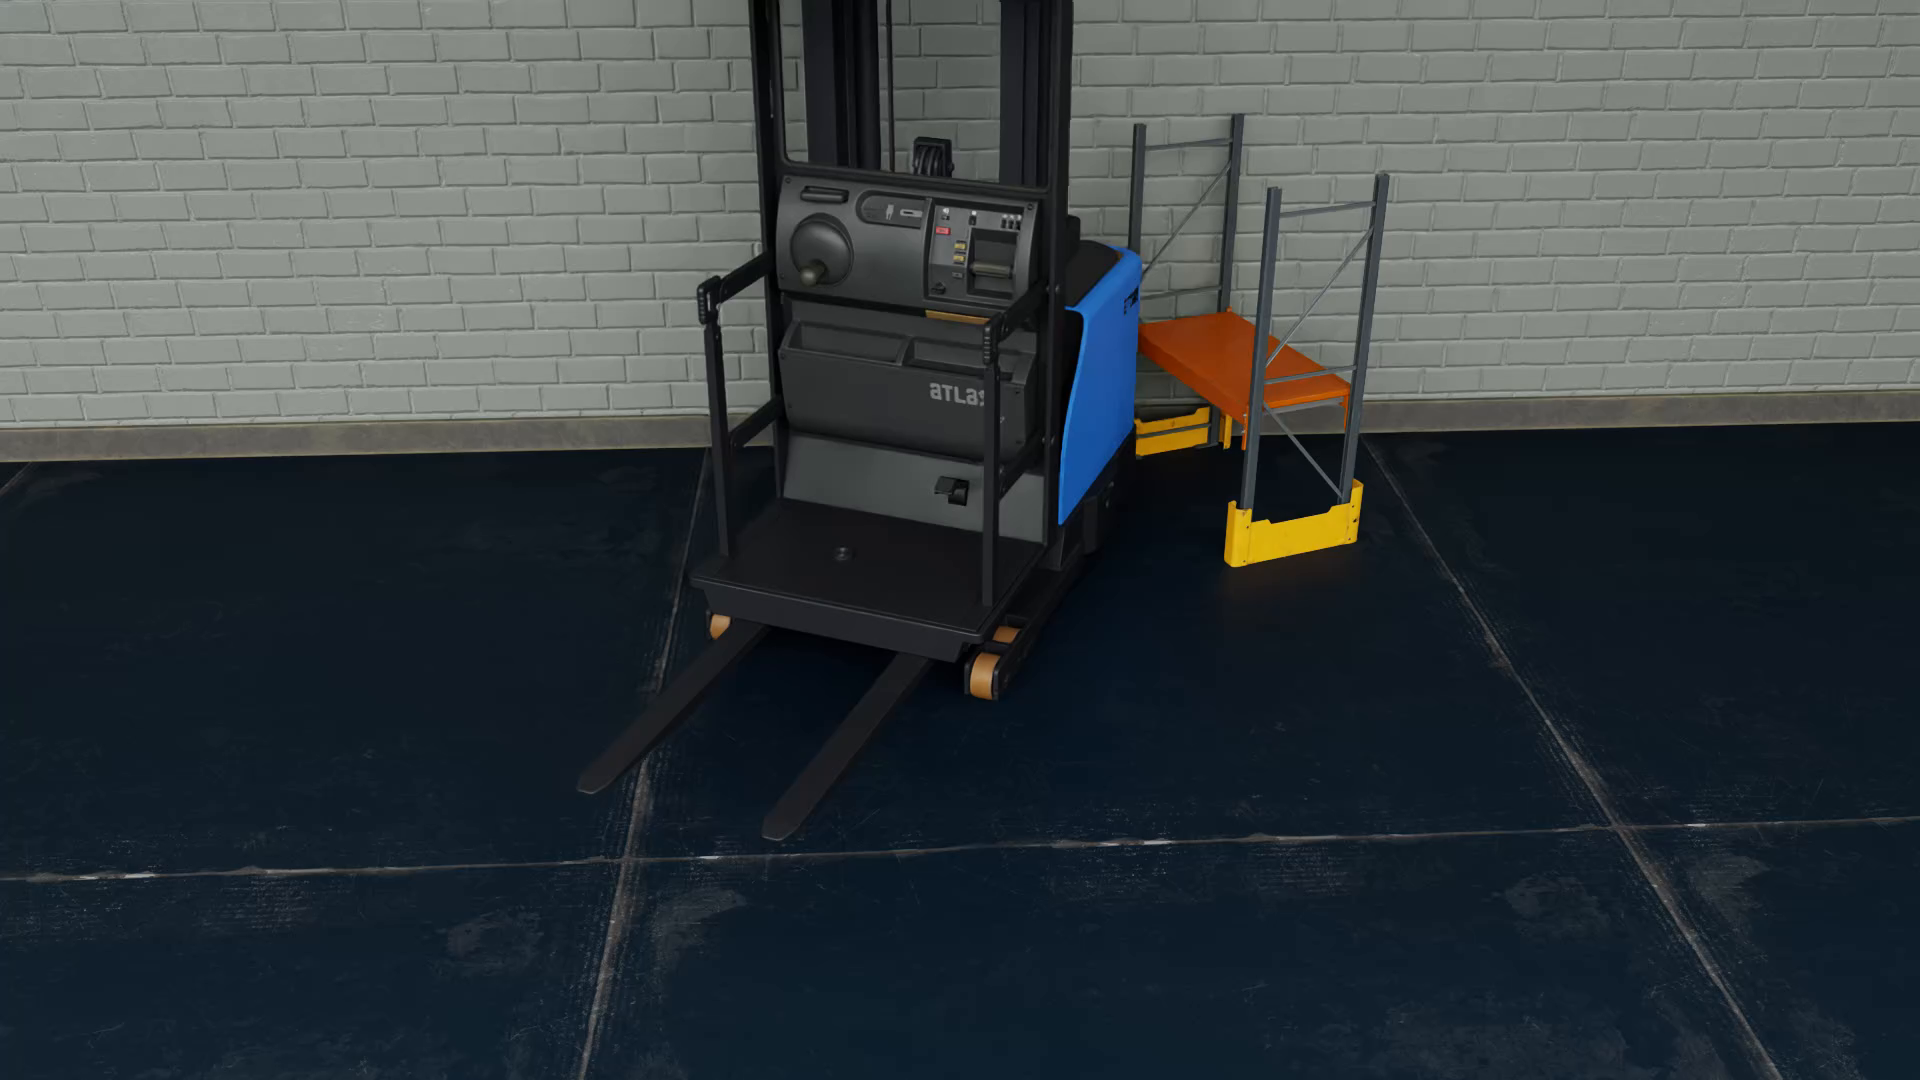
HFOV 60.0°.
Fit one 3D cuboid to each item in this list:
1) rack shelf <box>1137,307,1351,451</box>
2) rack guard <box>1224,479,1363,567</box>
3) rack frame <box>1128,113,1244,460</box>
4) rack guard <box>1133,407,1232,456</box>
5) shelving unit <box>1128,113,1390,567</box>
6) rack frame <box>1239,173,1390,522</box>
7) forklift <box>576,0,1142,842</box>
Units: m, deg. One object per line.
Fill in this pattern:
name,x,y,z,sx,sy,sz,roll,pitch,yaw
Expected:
rack shelf,1.134,-0.682,6.825,0.538,0.185,1.000,-11,29,-20
rack guard,1.328,-0.071,6.615,0.587,0.250,0.087,-11,29,-20
rack frame,0.940,-1.059,7.159,0.500,1.500,0.032,-11,29,-20
rack guard,0.948,-0.497,7.432,0.587,0.250,0.087,-11,29,-20
shelving unit,1.138,-0.838,6.735,0.587,1.500,1.083,-11,29,-20
rack frame,1.328,-0.624,6.325,0.500,1.500,0.032,-11,29,-20
forklift,-0.265,-0.968,5.436,1.130,2.935,3.031,10,29,19
